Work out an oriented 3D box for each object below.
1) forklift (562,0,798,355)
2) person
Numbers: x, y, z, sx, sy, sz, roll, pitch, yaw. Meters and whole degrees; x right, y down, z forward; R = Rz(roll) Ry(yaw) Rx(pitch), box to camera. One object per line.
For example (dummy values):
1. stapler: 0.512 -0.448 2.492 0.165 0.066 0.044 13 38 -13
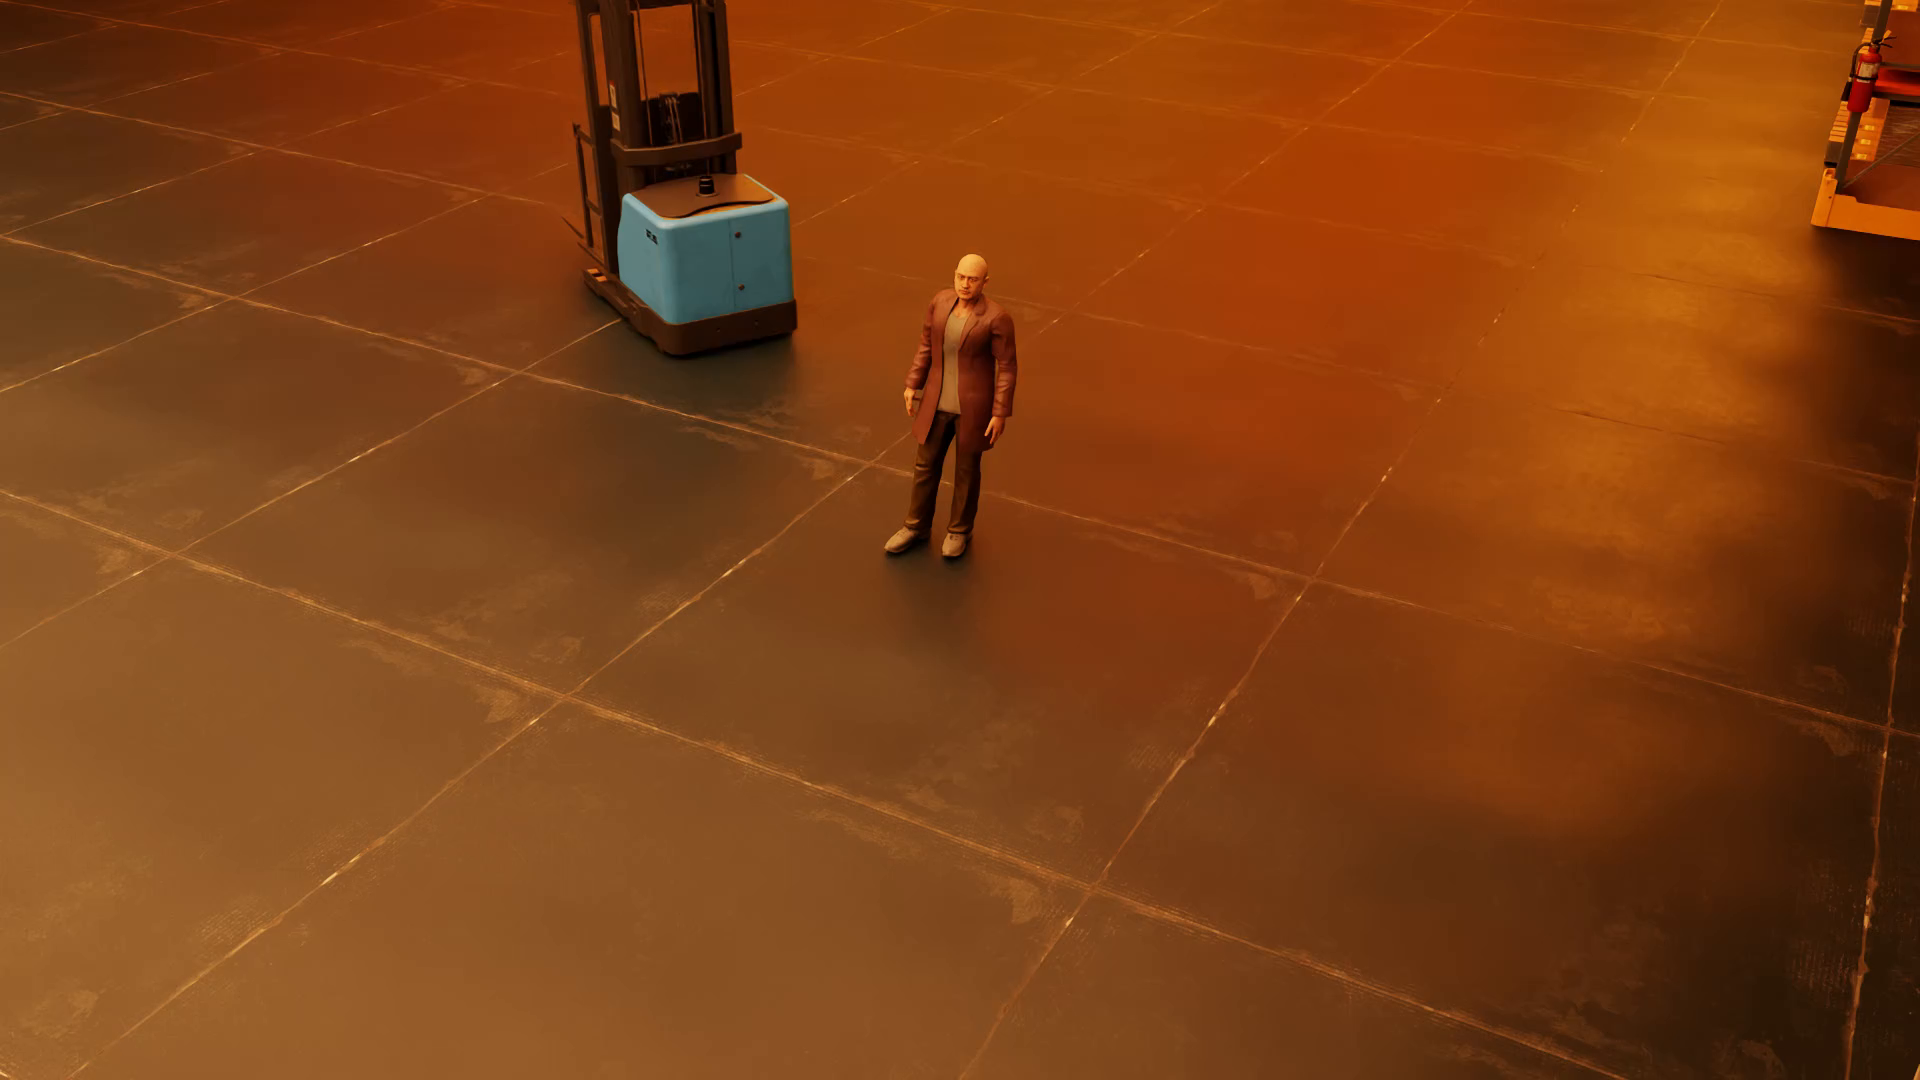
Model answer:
1. forklift: -2.411 -3.332 12.844 1.130 2.935 3.031 -16 34 -26
2. person: -0.048 -0.738 9.488 0.696 1.776 0.582 15 33 25
